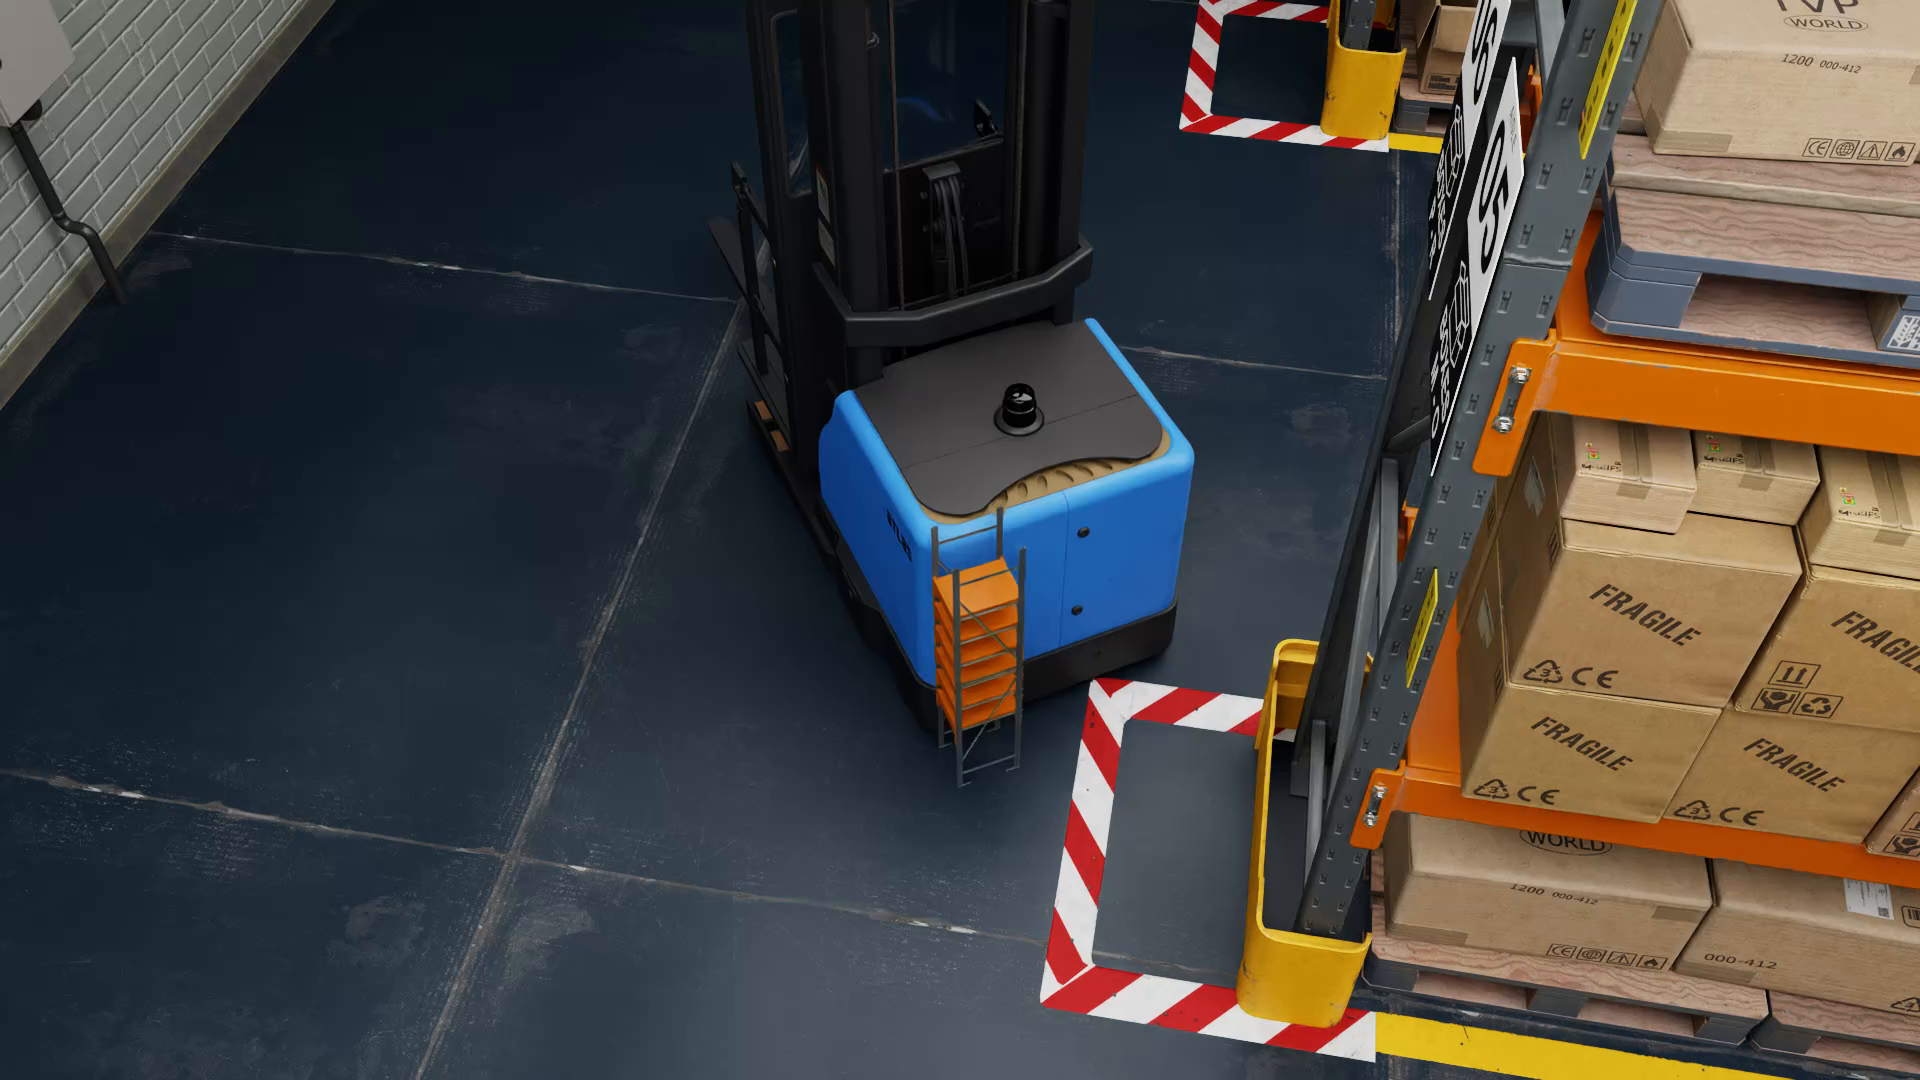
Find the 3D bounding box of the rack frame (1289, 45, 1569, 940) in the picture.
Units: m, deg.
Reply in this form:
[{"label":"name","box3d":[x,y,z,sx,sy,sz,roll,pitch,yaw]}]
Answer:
[{"label":"rack frame","box3d":[1.182,0.119,4.598,0.127,3.000,1.000,8,49,7]}]

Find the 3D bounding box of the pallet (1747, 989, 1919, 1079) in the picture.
[{"label":"pallet","box3d":[3.180,1.263,5.445,1.213,0.211,1.003,8,49,7]}]

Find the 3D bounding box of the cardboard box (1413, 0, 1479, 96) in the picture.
[{"label":"cardboard box","box3d":[2.646,-2.670,8.501,0.637,0.503,0.797,6,48,5]}]

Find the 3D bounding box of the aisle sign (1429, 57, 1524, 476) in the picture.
[{"label":"aisle sign","box3d":[1.059,-0.547,3.449,0.004,0.787,0.394,8,49,7]}]

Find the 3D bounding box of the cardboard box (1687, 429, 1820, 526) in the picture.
[{"label":"cardboard box","box3d":[1.753,-0.233,3.739,0.250,0.149,0.380,9,49,8]}]

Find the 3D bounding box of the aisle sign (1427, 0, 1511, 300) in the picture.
[{"label":"aisle sign","box3d":[1.166,-0.986,3.844,0.004,0.787,0.394,8,49,7]}]

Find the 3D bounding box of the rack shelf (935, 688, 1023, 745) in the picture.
[{"label":"rack shelf","box3d":[0.066,0.577,5.776,0.258,0.103,0.180,-17,51,-13]}]

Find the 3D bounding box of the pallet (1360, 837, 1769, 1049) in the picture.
[{"label":"pallet","box3d":[1.983,1.100,5.592,1.213,0.211,1.003,8,49,7]}]

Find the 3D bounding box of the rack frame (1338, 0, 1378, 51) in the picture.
[{"label":"rack frame","box3d":[2.061,-3.514,7.863,0.127,3.000,1.000,8,49,7]}]

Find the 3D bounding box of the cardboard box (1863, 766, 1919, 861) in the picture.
[{"label":"cardboard box","box3d":[2.603,0.487,4.201,0.500,0.500,0.500,7,48,7]}]

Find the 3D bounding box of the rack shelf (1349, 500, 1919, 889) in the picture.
[{"label":"rack shelf","box3d":[3.150,0.624,4.628,4.000,0.370,1.077,8,49,7]}]

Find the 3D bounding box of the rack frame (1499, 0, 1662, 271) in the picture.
[{"label":"rack frame","box3d":[1.182,-1.886,2.367,0.127,3.000,1.000,8,49,7]}]

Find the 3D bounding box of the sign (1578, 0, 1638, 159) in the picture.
[{"label":"sign","box3d":[1.077,-0.796,2.763,0.005,0.325,0.100,8,49,7]}]

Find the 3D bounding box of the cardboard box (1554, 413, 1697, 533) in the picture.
[{"label":"cardboard box","box3d":[1.482,-0.215,3.723,0.250,0.149,0.380,9,49,8]}]

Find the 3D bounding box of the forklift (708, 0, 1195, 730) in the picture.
[{"label":"forklift","box3d":[-0.255,-1.406,6.015,1.130,2.935,3.031,-18,51,-16]}]

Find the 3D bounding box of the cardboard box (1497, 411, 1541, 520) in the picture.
[{"label":"cardboard box","box3d":[1.699,-0.359,4.288,0.500,0.500,0.500,9,49,8]}]

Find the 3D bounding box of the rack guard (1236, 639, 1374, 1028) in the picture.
[{"label":"rack guard","box3d":[1.158,0.952,5.531,0.348,0.500,1.175,8,49,7]}]

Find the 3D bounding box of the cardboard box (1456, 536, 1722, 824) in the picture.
[{"label":"cardboard box","box3d":[1.603,0.360,4.315,0.500,0.500,0.500,7,48,7]}]

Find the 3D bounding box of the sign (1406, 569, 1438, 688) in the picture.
[{"label":"sign","box3d":[1.077,0.209,3.882,0.005,0.325,0.100,8,49,7]}]

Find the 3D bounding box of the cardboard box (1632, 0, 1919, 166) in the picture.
[{"label":"cardboard box","box3d":[1.641,-1.013,3.350,0.500,0.250,0.500,4,48,3]}]

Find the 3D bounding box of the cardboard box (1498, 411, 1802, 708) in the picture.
[{"label":"cardboard box","box3d":[1.604,0.024,3.945,0.500,0.500,0.500,7,48,6]}]

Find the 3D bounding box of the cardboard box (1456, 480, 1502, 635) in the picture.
[{"label":"cardboard box","box3d":[1.704,-0.044,4.678,0.500,0.500,0.500,8,49,7]}]

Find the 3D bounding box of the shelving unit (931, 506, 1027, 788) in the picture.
[{"label":"shelving unit","box3d":[0.063,0.389,5.562,0.258,1.200,0.189,-17,51,-13]}]

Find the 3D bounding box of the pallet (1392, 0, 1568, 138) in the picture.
[{"label":"pallet","box3d":[2.920,-2.467,8.797,1.213,0.211,1.003,8,49,7]}]

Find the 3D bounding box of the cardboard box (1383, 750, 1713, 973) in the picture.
[{"label":"cardboard box","box3d":[1.849,0.850,5.382,0.875,0.438,0.875,6,48,6]}]

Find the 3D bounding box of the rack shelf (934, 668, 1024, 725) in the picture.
[{"label":"rack shelf","box3d":[0.064,0.498,5.686,0.258,0.103,0.180,-17,51,-13]}]

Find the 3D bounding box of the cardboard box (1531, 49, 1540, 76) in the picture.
[{"label":"cardboard box","box3d":[3.057,-2.467,8.556,0.250,0.149,0.380,6,48,5]}]

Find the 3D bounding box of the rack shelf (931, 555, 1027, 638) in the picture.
[{"label":"rack shelf","box3d":[0.059,0.181,5.325,0.258,0.103,0.180,-17,51,-13]}]

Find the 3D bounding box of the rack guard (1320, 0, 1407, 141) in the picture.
[{"label":"rack guard","box3d":[2.136,-2.669,8.784,0.348,0.500,1.175,8,49,7]}]

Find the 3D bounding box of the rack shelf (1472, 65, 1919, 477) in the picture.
[{"label":"rack shelf","box3d":[3.150,-0.378,3.512,4.000,0.370,1.077,8,49,7]}]

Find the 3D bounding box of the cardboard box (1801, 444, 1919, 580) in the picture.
[{"label":"cardboard box","box3d":[1.988,-0.114,3.633,0.250,0.149,0.380,9,49,8]}]

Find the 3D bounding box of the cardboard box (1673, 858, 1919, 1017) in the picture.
[{"label":"cardboard box","box3d":[2.751,0.964,5.279,0.875,0.438,0.875,9,49,8]}]

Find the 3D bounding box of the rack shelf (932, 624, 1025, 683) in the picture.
[{"label":"rack shelf","box3d":[0.062,0.339,5.505,0.258,0.103,0.180,-17,51,-13]}]

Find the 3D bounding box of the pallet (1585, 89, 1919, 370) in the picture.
[{"label":"pallet","box3d":[1.914,-0.763,3.434,1.213,0.211,1.003,8,49,7]}]

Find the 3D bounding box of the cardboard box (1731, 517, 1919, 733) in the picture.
[{"label":"cardboard box","box3d":[2.113,0.087,3.888,0.500,0.500,0.500,6,48,6]}]

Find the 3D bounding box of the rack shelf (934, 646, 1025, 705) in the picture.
[{"label":"rack shelf","box3d":[0.063,0.419,5.596,0.258,0.103,0.180,-17,51,-13]}]

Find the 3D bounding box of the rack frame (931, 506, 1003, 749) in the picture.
[{"label":"rack frame","box3d":[0.029,0.326,5.619,0.240,1.200,0.006,-17,51,-13]}]

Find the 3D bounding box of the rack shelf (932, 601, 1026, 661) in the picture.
[{"label":"rack shelf","box3d":[0.060,0.260,5.415,0.258,0.103,0.180,-17,51,-13]}]

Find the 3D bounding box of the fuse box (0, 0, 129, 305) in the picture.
[{"label":"fuse box","box3d":[-3.854,-1.697,7.097,0.414,1.711,0.539,8,49,7]}]

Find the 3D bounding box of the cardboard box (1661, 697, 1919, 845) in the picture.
[{"label":"cardboard box","box3d":[2.106,0.406,4.273,0.500,0.500,0.500,7,48,6]}]

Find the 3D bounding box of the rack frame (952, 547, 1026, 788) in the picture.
[{"label":"rack frame","box3d":[0.096,0.453,5.506,0.240,1.200,0.006,-17,51,-13]}]
